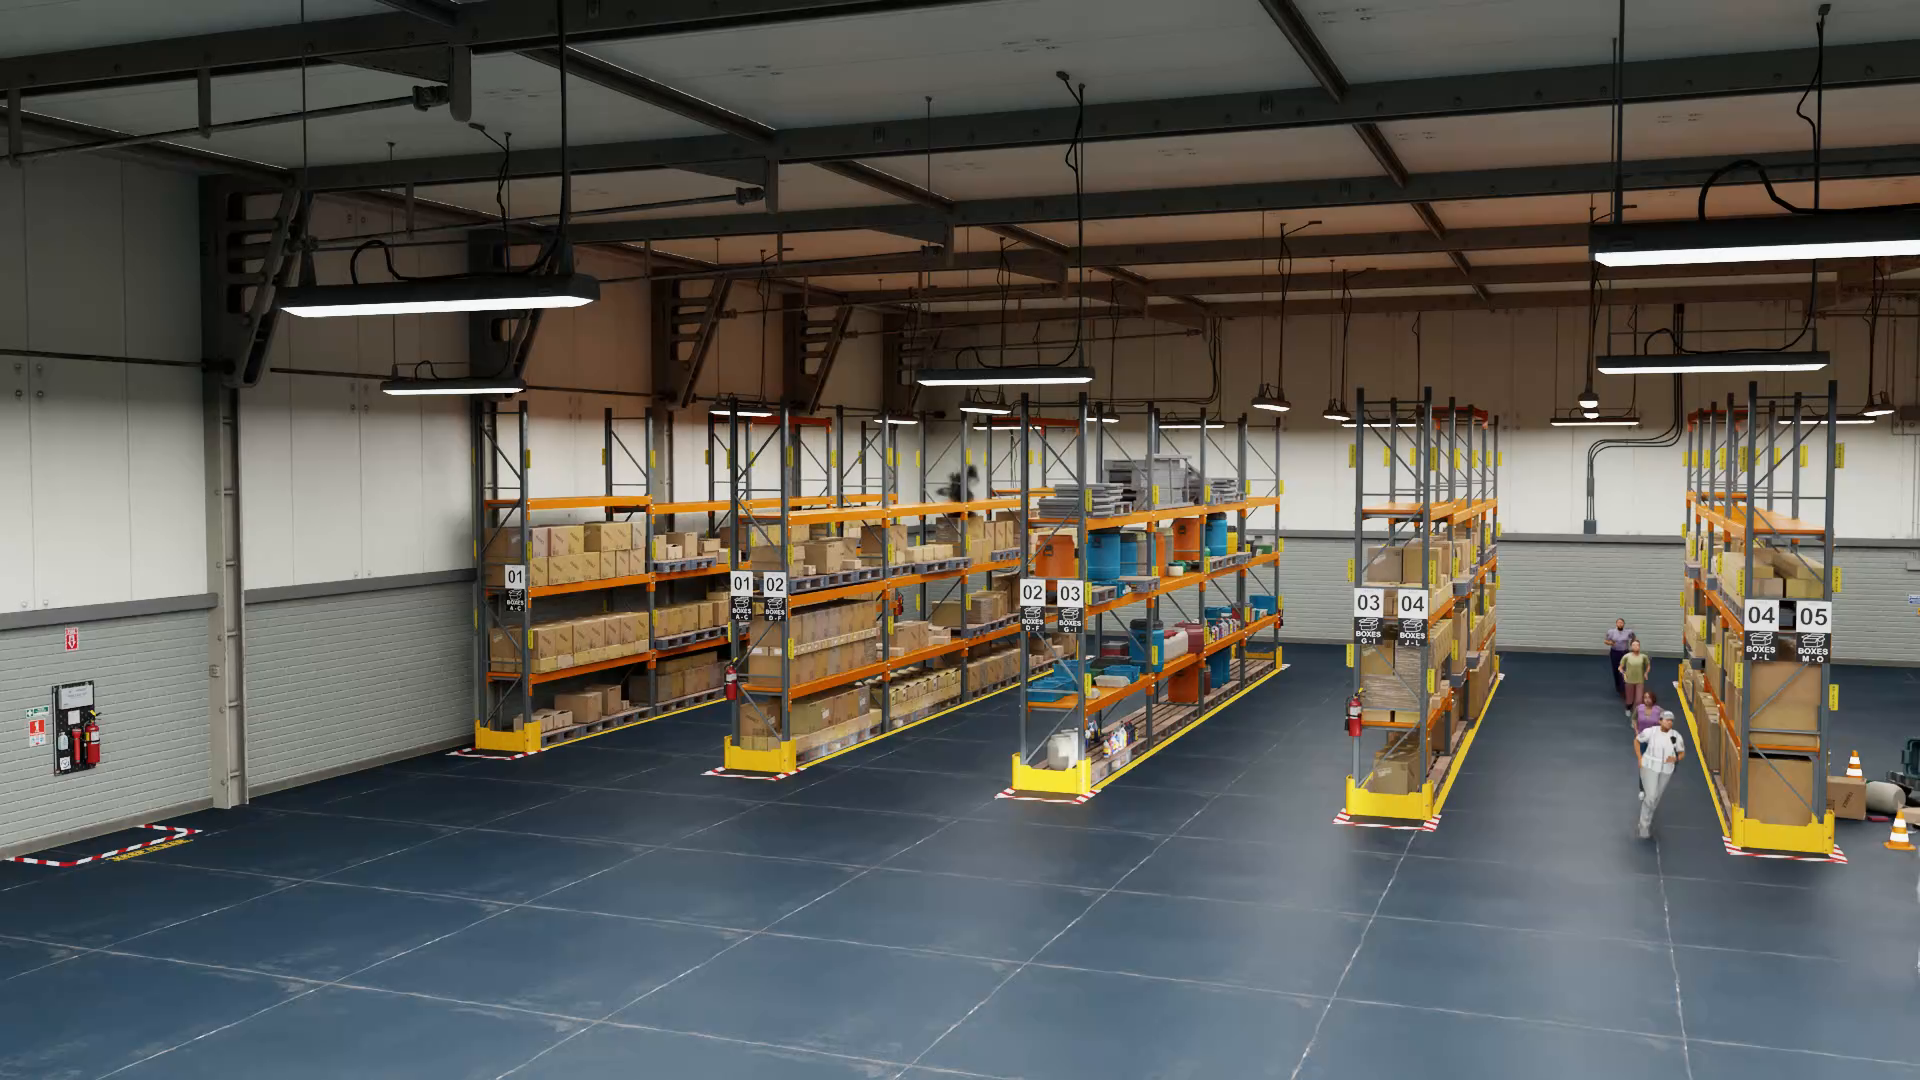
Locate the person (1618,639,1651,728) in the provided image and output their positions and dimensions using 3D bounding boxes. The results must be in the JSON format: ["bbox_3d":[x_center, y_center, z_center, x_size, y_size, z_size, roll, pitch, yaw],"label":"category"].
[{"bbox_3d":[12.624,2.672,31.097,0.578,1.637,0.751,1,3,15],"label":"person"}]

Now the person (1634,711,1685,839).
[{"bbox_3d":[9.326,3.117,22.201,0.609,1.703,0.679,0,3,2],"label":"person"}]

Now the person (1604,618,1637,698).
[{"bbox_3d":[13.977,2.488,35.220,0.625,1.664,0.877,1,3,28],"label":"person"}]

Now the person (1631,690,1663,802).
[{"bbox_3d":[10.145,3.024,24.468,0.507,1.646,0.707,1,3,20],"label":"person"}]
